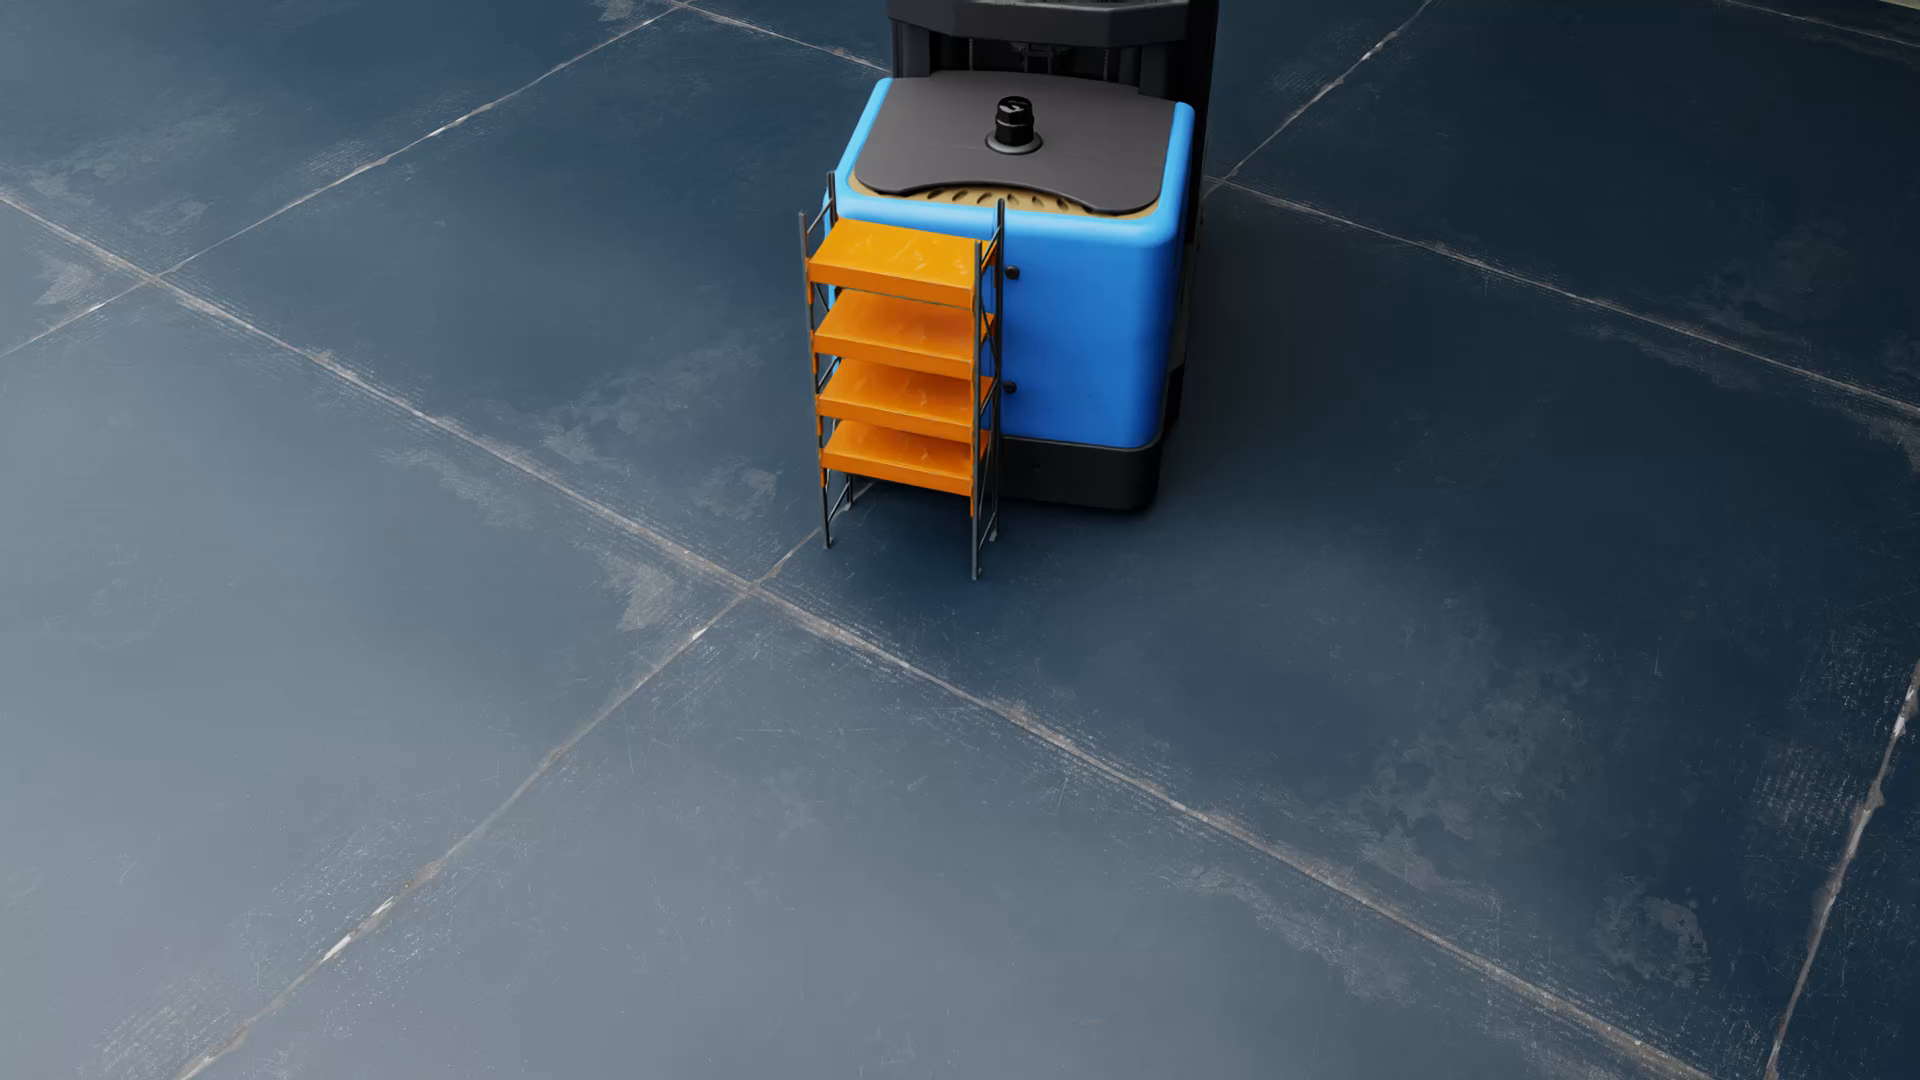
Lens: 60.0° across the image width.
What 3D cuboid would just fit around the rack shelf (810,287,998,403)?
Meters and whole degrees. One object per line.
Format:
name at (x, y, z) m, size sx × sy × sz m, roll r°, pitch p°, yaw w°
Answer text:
rack shelf at (-0.154, -0.563, 4.745) m, size 0.480 × 0.148 × 0.258 m, roll 12°, pitch 43°, yaw 13°

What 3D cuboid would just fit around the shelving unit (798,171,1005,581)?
shelving unit at (-0.154, -0.447, 4.849) m, size 0.503 × 1.200 × 0.258 m, roll 12°, pitch 43°, yaw 13°

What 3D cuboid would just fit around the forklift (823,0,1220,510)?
forklift at (0.355, -2.177, 5.484) m, size 1.130 × 2.935 × 3.031 m, roll 7°, pitch 42°, yaw 7°

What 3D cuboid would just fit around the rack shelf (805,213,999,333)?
rack shelf at (-0.154, -0.739, 4.587) m, size 0.480 × 0.148 × 0.258 m, roll 12°, pitch 43°, yaw 13°

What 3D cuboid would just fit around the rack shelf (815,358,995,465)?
rack shelf at (-0.154, -0.396, 4.894) m, size 0.480 × 0.148 × 0.258 m, roll 12°, pitch 43°, yaw 13°

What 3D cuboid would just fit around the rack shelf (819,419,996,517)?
rack shelf at (-0.154, -0.248, 5.026) m, size 0.480 × 0.148 × 0.258 m, roll 12°, pitch 43°, yaw 13°

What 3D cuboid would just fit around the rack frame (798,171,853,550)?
rack frame at (-0.388, -0.494, 4.902) m, size 0.015 × 1.200 × 0.240 m, roll 12°, pitch 43°, yaw 13°

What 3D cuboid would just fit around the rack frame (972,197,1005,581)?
rack frame at (0.079, -0.399, 4.796) m, size 0.015 × 1.200 × 0.240 m, roll 12°, pitch 43°, yaw 13°
